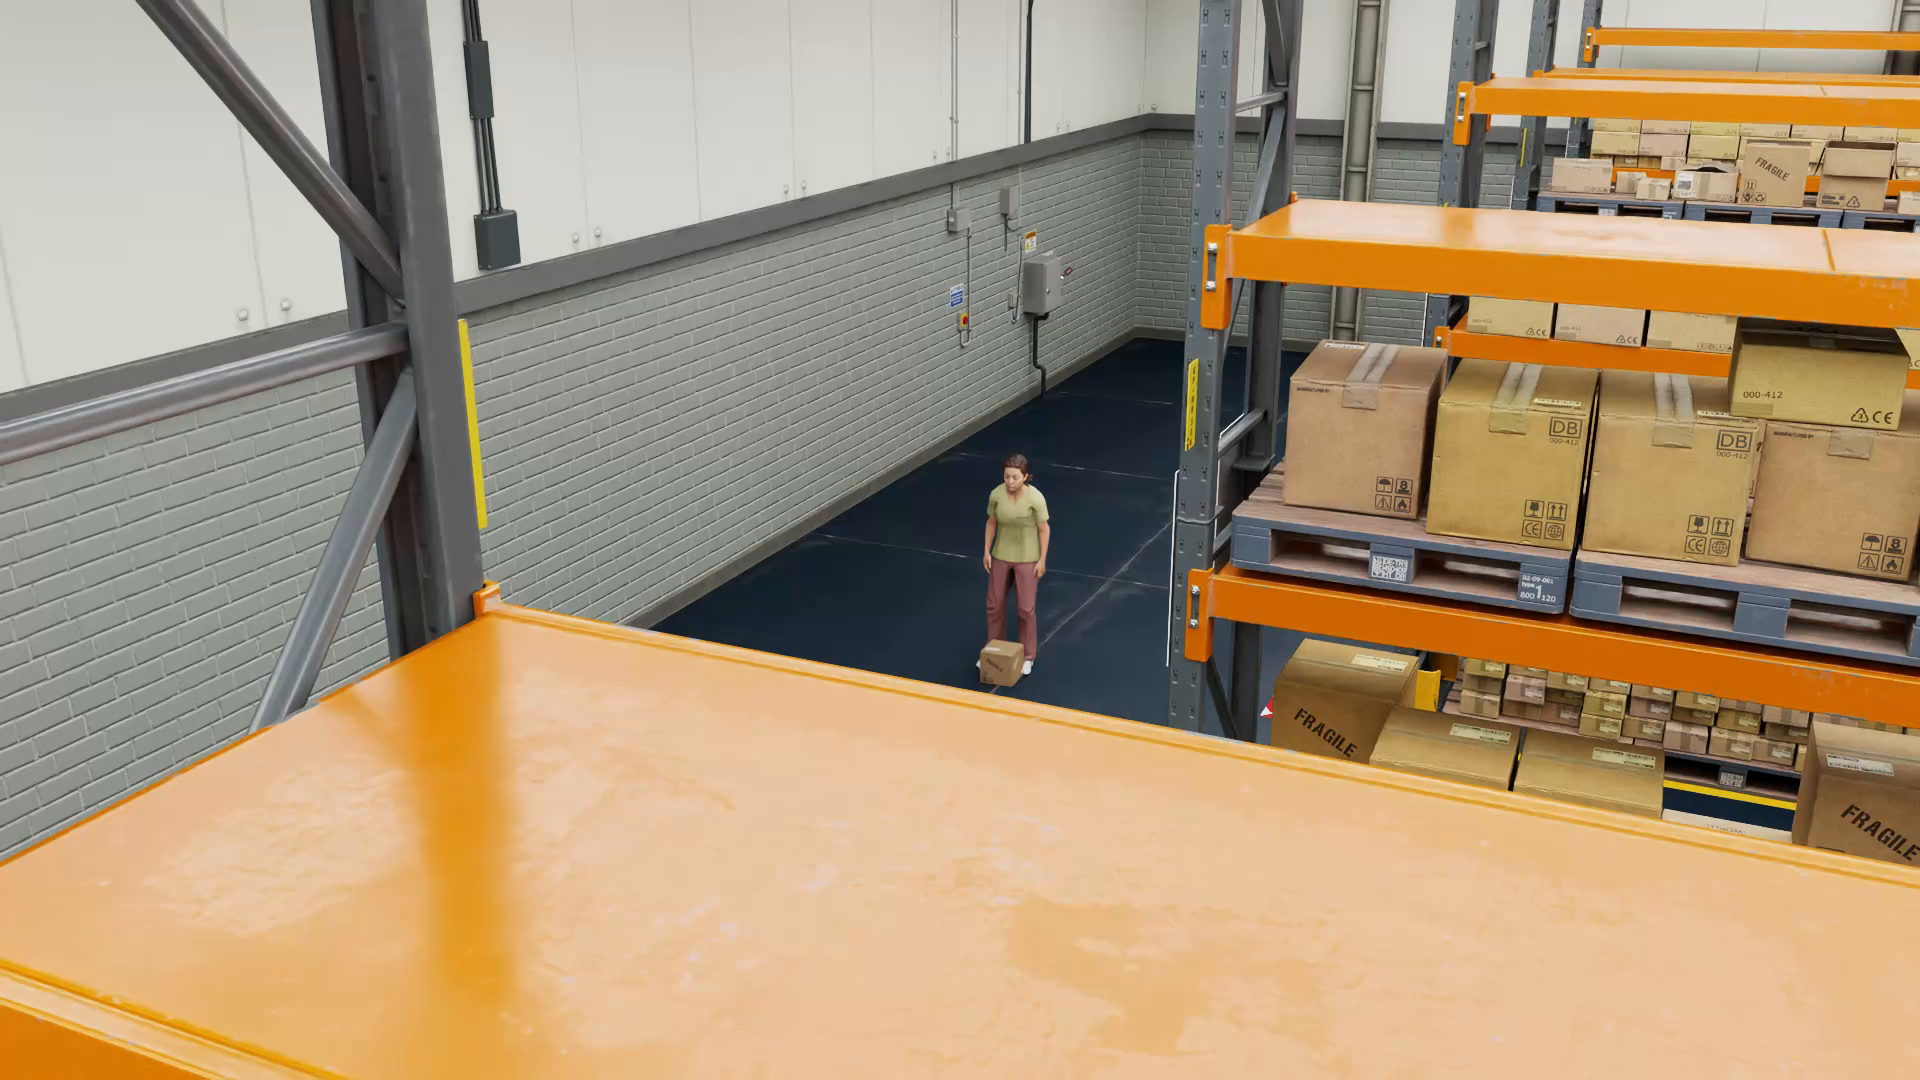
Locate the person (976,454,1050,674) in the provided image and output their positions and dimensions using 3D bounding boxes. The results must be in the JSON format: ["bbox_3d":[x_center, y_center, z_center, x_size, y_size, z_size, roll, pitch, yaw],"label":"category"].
[{"bbox_3d":[0.401,0.160,12.255,0.497,1.672,0.359,8,21,21],"label":"person"}]
